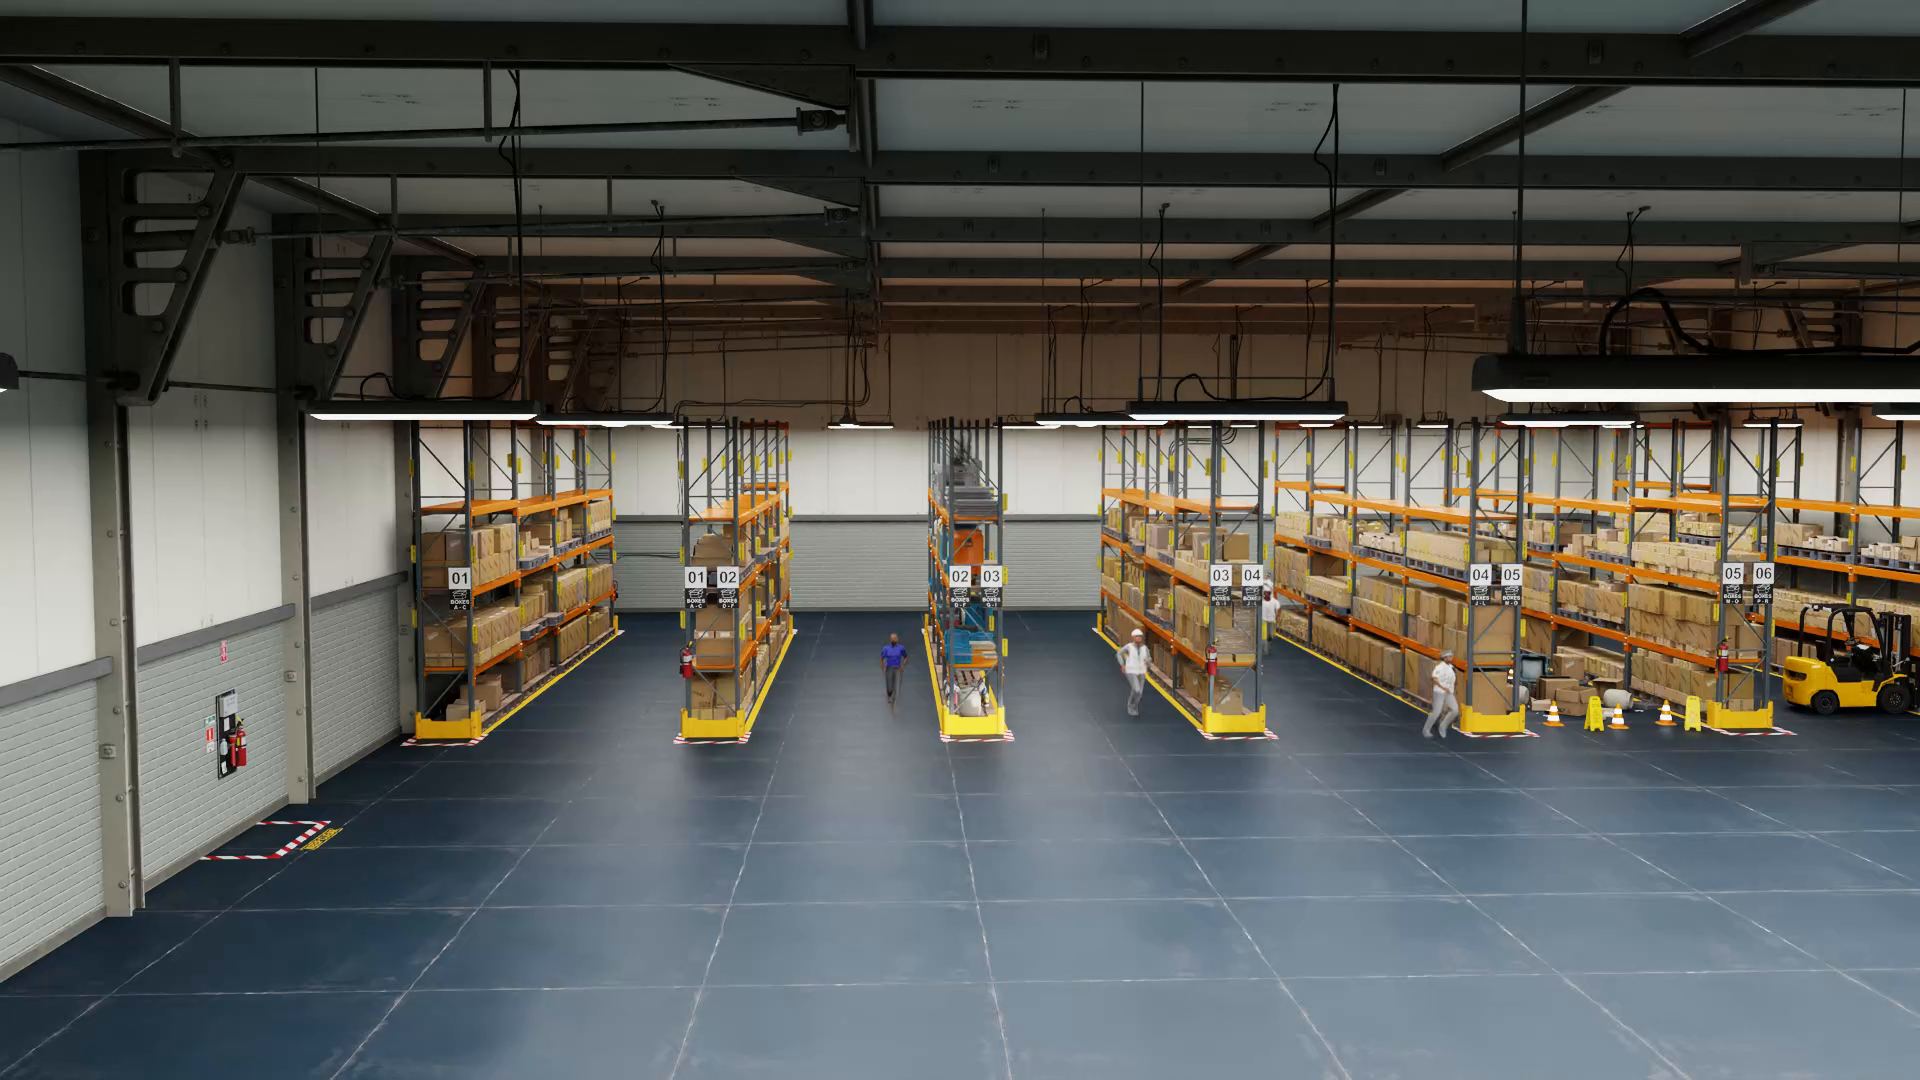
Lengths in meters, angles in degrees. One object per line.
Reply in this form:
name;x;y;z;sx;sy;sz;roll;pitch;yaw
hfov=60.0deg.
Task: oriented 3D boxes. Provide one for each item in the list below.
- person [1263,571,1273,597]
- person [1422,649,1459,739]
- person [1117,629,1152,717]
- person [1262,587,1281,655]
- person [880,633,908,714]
person;8.999;1.729;48.956;0.669;1.679;0.756;-1;4;-14
person;9.067;2.873;31.099;0.648;1.671;0.632;-2;4;-31
person;3.539;2.665;33.291;0.644;1.749;0.642;-1;4;-21
person;7.885;2.067;42.752;0.738;1.733;0.795;0;4;4
person;-1.348;2.710;34.028;0.584;1.628;0.668;0;4;-4
